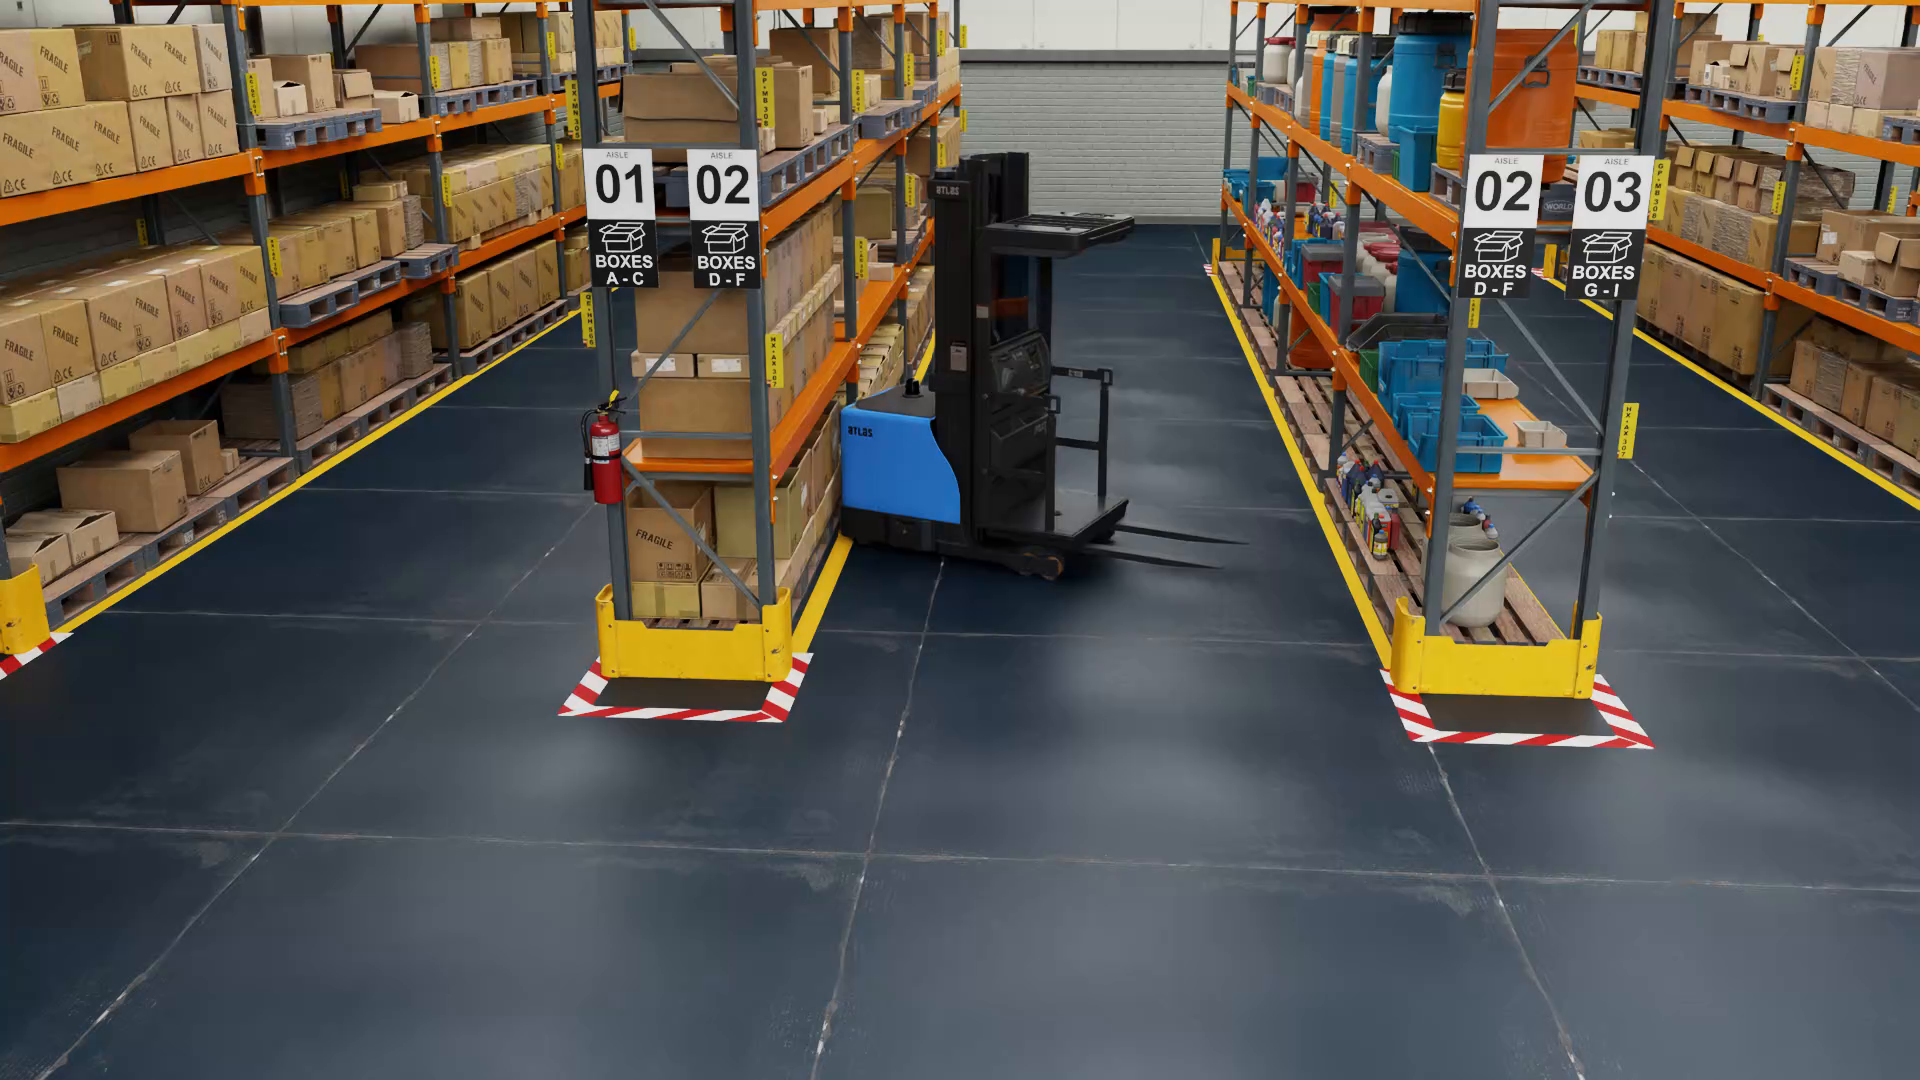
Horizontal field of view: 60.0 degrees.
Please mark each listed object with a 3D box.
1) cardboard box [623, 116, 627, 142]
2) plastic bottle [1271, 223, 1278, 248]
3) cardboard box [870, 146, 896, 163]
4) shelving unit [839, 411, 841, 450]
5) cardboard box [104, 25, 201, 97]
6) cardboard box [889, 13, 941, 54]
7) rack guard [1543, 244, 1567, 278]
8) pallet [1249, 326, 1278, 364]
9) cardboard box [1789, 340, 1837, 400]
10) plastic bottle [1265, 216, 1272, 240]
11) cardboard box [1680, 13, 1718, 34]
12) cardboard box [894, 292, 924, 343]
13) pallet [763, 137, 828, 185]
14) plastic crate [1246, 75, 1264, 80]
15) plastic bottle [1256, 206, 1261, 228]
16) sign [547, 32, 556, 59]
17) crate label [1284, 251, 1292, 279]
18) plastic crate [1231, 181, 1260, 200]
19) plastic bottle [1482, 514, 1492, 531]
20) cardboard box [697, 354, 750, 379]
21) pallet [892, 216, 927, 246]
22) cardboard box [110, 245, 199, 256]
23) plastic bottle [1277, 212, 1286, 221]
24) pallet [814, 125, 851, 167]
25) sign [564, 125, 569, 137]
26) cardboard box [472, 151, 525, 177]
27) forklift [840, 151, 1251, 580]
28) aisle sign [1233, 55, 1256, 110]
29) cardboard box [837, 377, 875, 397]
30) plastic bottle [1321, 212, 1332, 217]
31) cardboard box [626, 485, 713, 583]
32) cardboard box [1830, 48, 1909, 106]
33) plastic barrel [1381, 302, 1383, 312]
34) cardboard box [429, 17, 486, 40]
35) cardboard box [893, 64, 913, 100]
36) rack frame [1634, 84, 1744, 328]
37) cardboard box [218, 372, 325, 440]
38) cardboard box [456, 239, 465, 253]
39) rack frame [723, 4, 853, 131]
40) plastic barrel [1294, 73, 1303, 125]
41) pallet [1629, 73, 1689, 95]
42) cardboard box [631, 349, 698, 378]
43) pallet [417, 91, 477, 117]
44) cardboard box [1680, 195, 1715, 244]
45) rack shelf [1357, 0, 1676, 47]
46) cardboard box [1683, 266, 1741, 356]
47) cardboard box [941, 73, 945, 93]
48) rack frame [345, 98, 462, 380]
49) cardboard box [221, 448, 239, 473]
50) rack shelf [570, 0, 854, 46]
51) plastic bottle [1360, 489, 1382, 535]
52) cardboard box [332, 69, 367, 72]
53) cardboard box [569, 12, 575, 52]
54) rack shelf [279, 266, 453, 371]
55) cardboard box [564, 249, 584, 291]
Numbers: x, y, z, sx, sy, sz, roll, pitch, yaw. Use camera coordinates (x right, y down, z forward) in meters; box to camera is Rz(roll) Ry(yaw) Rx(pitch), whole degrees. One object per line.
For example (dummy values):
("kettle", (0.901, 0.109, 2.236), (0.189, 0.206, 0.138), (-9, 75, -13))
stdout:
("cardboard box", (-1.829, -2.607, 10.586), (0.500, 0.250, 0.500), (1, 18, 4))
("plastic bottle", (3.551, -3.431, 18.763), (0.061, 0.283, 0.133), (1, 18, 4))
("cardboard box", (-1.010, -5.035, 21.707), (0.500, 0.500, 0.500), (1, 18, 4))
("shelving unit", (-0.792, -0.607, 13.316), (0.258, 0.900, 0.210), (6, 20, 22))
("cardboard box", (-6.097, -3.599, 12.475), (0.500, 0.500, 0.500), (2, 18, 7))
("cardboard box", (-0.614, -6.602, 21.671), (0.700, 0.500, 0.500), (1, 18, 4))
("rack guard", (9.381, -4.190, 24.906), (1.175, 0.500, 0.348), (1, 18, 4))
("pallet", (3.970, -2.295, 19.586), (1.003, 0.211, 1.213), (1, 18, 4))
("cardboard box", (8.777, -1.698, 16.596), (0.700, 0.500, 0.500), (0, 18, 1))
("plastic bottle", (3.620, -3.647, 19.442), (0.097, 0.271, 0.097), (0, 18, 0))
("cardboard box", (9.166, -6.496, 20.913), (0.500, 0.250, 0.500), (0, 18, 0))
("cardboard box", (-0.684, -2.582, 19.294), (0.500, 0.500, 0.500), (1, 18, 3))
("pallet", (-1.487, -2.605, 11.382), (1.003, 0.211, 1.213), (1, 18, 4))
("plastic crate", (3.899, -5.874, 21.484), (0.416, 0.233, 0.300), (1, 18, 4))
("plastic bottle", (3.694, -3.965, 20.413), (0.097, 0.271, 0.097), (0, 18, 0))
("sign", (-5.188, -6.271, 21.091), (0.100, 0.325, 0.005), (1, 18, 4))
("crate label", (3.461, -2.794, 16.901), (0.303, 0.233, 0.416), (1, 18, 4))
("plastic crate", (3.977, -4.858, 23.104), (0.416, 0.233, 0.300), (1, 18, 4))
("plastic bottle", (3.767, -0.056, 11.931), (0.061, 0.283, 0.133), (2, 18, 5))
("cardboard box", (-1.406, -1.096, 10.248), (0.380, 0.149, 0.250), (1, 18, 4))
("pallet", (-0.940, -3.621, 19.463), (1.003, 0.211, 1.213), (1, 18, 4))
("cardboard box", (-6.545, -2.128, 13.605), (0.500, 0.500, 0.500), (1, 18, 3))
("plastic bottle", (3.824, -3.753, 19.759), (0.152, 0.276, 0.135), (1, 18, 4))
("pallet", (-1.397, -2.983, 12.535), (1.003, 0.211, 1.213), (1, 18, 4))
("sign", (-5.996, -6.165, 25.403), (0.100, 0.325, 0.005), (1, 18, 4))
("cardboard box", (-5.591, -4.546, 20.106), (0.500, 0.250, 0.500), (2, 18, 5))
("forklift", (0.631, -1.293, 12.162), (3.031, 2.935, 1.130), (9, 20, 25))
("aisle sign", (4.148, -6.745, 24.515), (0.394, 0.787, 0.004), (1, 18, 4))
("cardboard box", (-1.043, -1.303, 14.923), (0.500, 0.311, 0.500), (1, 18, 3))
("plastic bottle", (4.384, -3.780, 19.840), (0.152, 0.276, 0.135), (1, 18, 4))
("cardboard box", (-1.907, -0.046, 10.782), (0.500, 0.500, 0.500), (1, 18, 4))
("cardboard box", (8.475, -4.298, 15.443), (0.500, 0.500, 0.500), (1, 18, 4))
("plastic barrel", (3.826, -2.096, 14.723), (0.301, 0.262, 0.301), (0, 18, 0))
("cardboard box", (-5.948, -6.056, 19.698), (0.500, 0.250, 0.500), (1, 18, 2))
("cardboard box", (-1.003, -5.037, 18.499), (0.910, 0.500, 0.500), (1, 18, 4))
("rack frame", (9.092, -4.128, 20.703), (1.000, 3.000, 0.127), (1, 18, 4))
("cardboard box", (-6.267, -1.225, 15.152), (0.700, 0.500, 0.500), (2, 18, 6))
("cardboard box", (-5.735, -3.282, 18.494), (0.380, 0.149, 0.250), (2, 18, 5))
("rack frame", (-1.362, -4.716, 12.864), (1.000, 3.000, 0.127), (1, 18, 4))
("plastic barrel", (3.537, -4.385, 16.491), (0.421, 0.512, 0.421), (0, 18, 0))
("pallet", (9.161, -5.765, 21.024), (1.003, 0.211, 1.213), (1, 18, 4))
("cardboard box", (-1.811, -1.102, 10.266), (0.380, 0.149, 0.250), (1, 18, 3))
("pallet", (-6.023, -4.754, 18.100), (1.213, 0.211, 1.003), (2, 18, 6))
("cardboard box", (8.739, -3.726, 19.317), (0.500, 0.500, 0.500), (1, 18, 3))
("rack shelf", (3.435, -3.451, 10.802), (1.077, 0.370, 4.000), (1, 18, 4))
("cardboard box", (8.947, -2.566, 18.674), (1.225, 0.875, 0.875), (1, 18, 4))
("cardboard box", (-0.467, -6.005, 21.855), (0.500, 0.250, 0.500), (1, 18, 4))
("rack frame", (-6.016, -3.217, 17.924), (1.000, 3.000, 0.127), (1, 18, 4))
("cardboard box", (-6.311, -0.671, 13.996), (0.380, 0.166, 0.250), (-1, 18, -3))
("rack shelf", (-1.505, -3.563, 11.143), (1.077, 0.370, 4.000), (1, 18, 4))
("plastic bottle", (3.049, -0.214, 12.307), (0.144, 0.351, 0.185), (2, 18, 6))
("cardboard box", (-6.297, -4.481, 16.771), (0.500, 0.500, 0.500), (1, 18, 4))
("cardboard box", (-5.368, -6.792, 22.218), (0.500, 0.500, 0.500), (1, 18, 3))
("rack shelf", (-6.160, -2.254, 16.140), (1.077, 0.370, 4.000), (1, 18, 4))
("cardboard box", (-5.574, -3.701, 22.741), (0.700, 0.500, 0.500), (2, 18, 5))
